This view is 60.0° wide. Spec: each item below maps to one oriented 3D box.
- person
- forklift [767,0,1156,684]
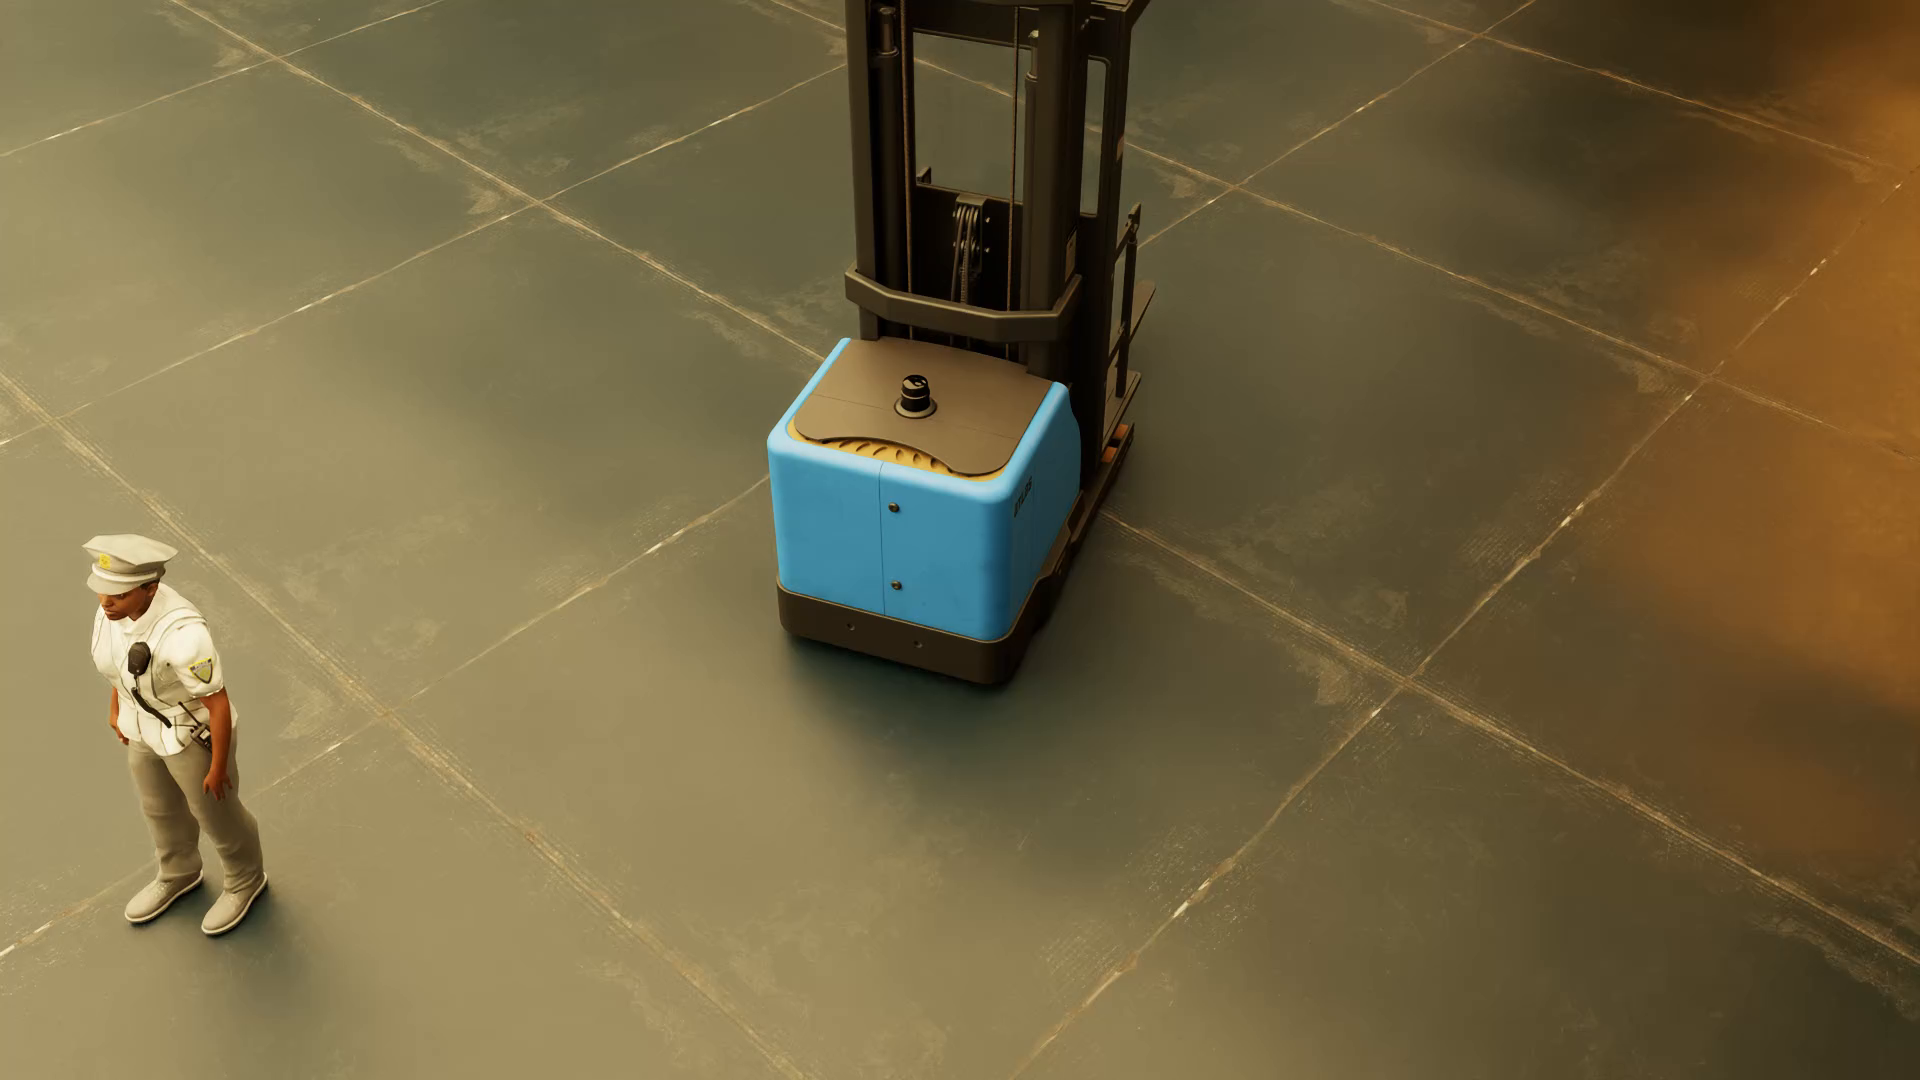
[{"bbox_3d":[-2.685,0.680,5.573,0.570,1.695,0.530,22,45,23],"label":"person"},{"bbox_3d":[0.211,-1.484,7.158,1.130,2.935,3.031,14,42,15],"label":"forklift"}]
